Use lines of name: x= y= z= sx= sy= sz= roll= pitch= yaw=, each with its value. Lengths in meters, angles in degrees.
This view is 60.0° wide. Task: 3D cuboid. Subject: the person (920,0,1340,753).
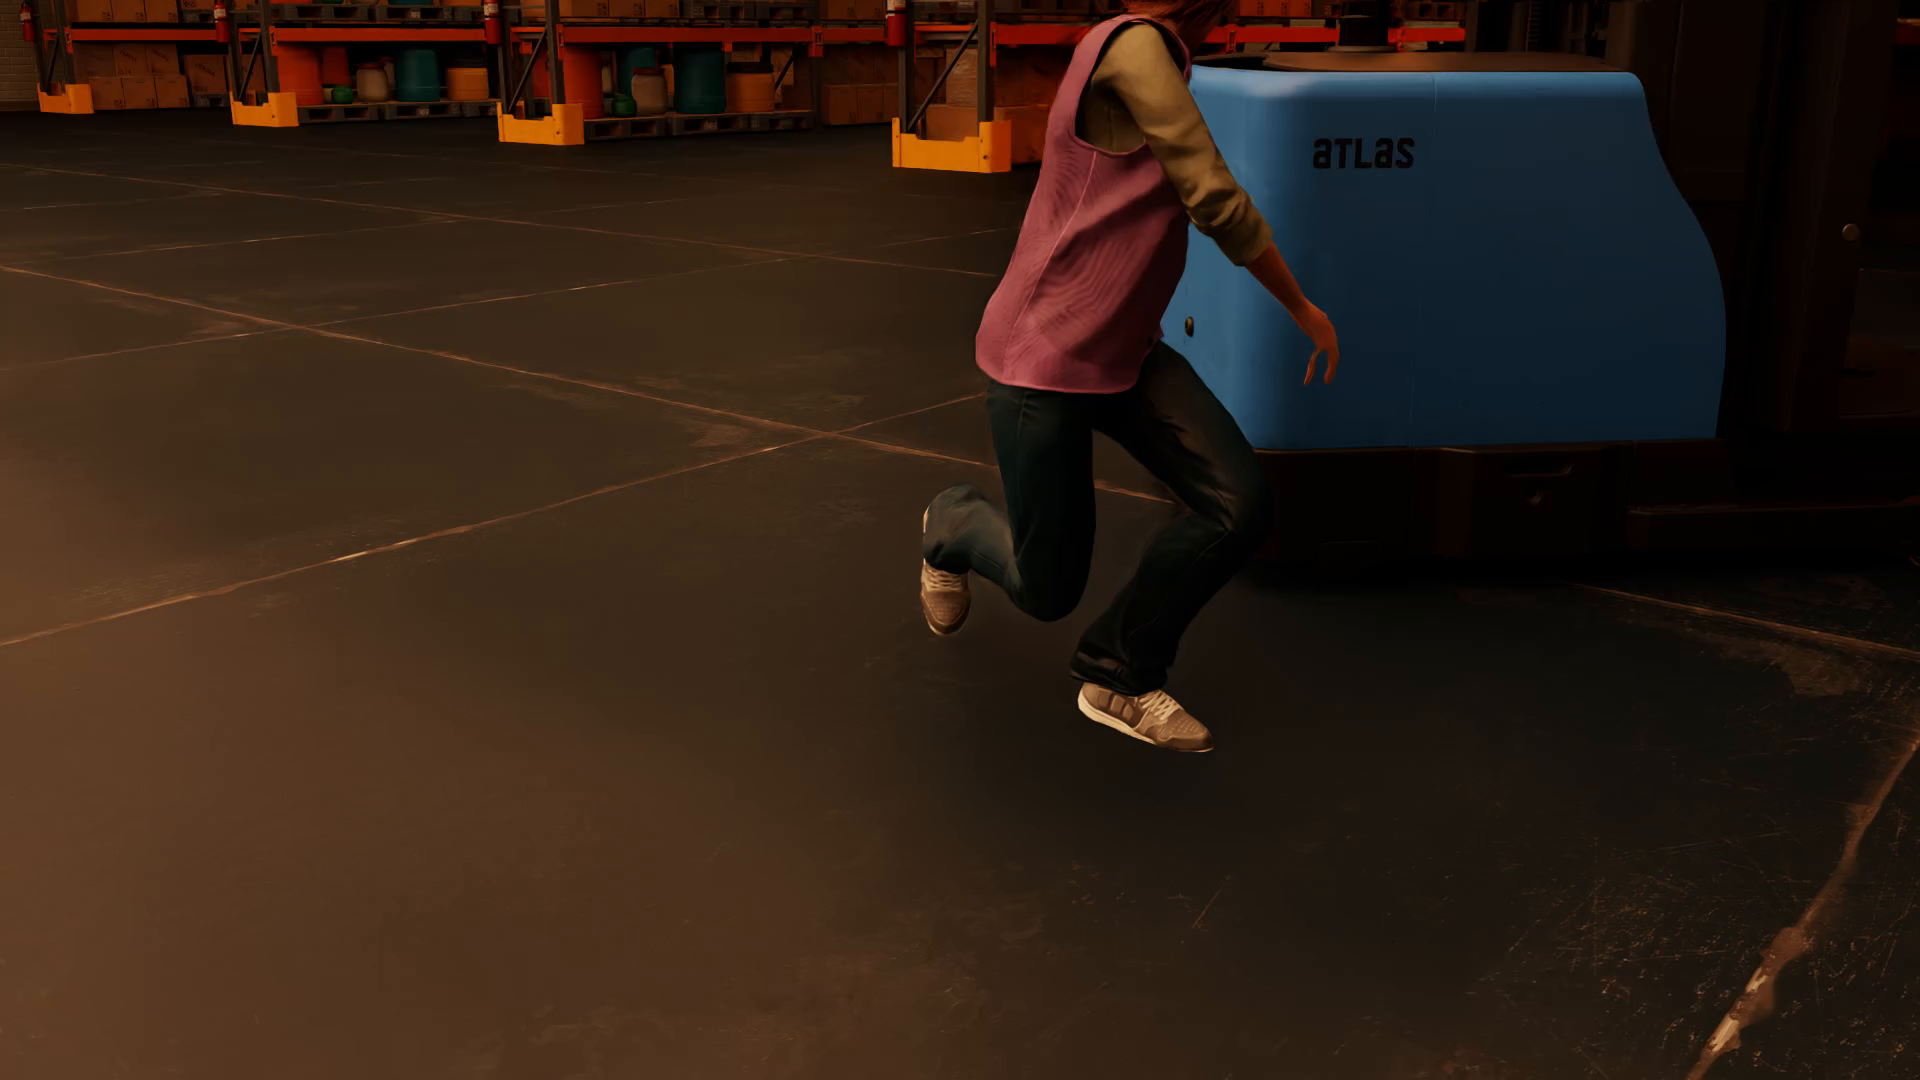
person: x=0.244 y=-0.339 z=2.815 sx=0.809 sy=1.353 sz=0.539 roll=12 pitch=20 yaw=33

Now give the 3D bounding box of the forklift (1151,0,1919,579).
forklift: x=2.022 y=-1.487 z=3.796 sx=3.031 sy=2.935 sz=1.130 roll=-2 pitch=17 yaw=-7
